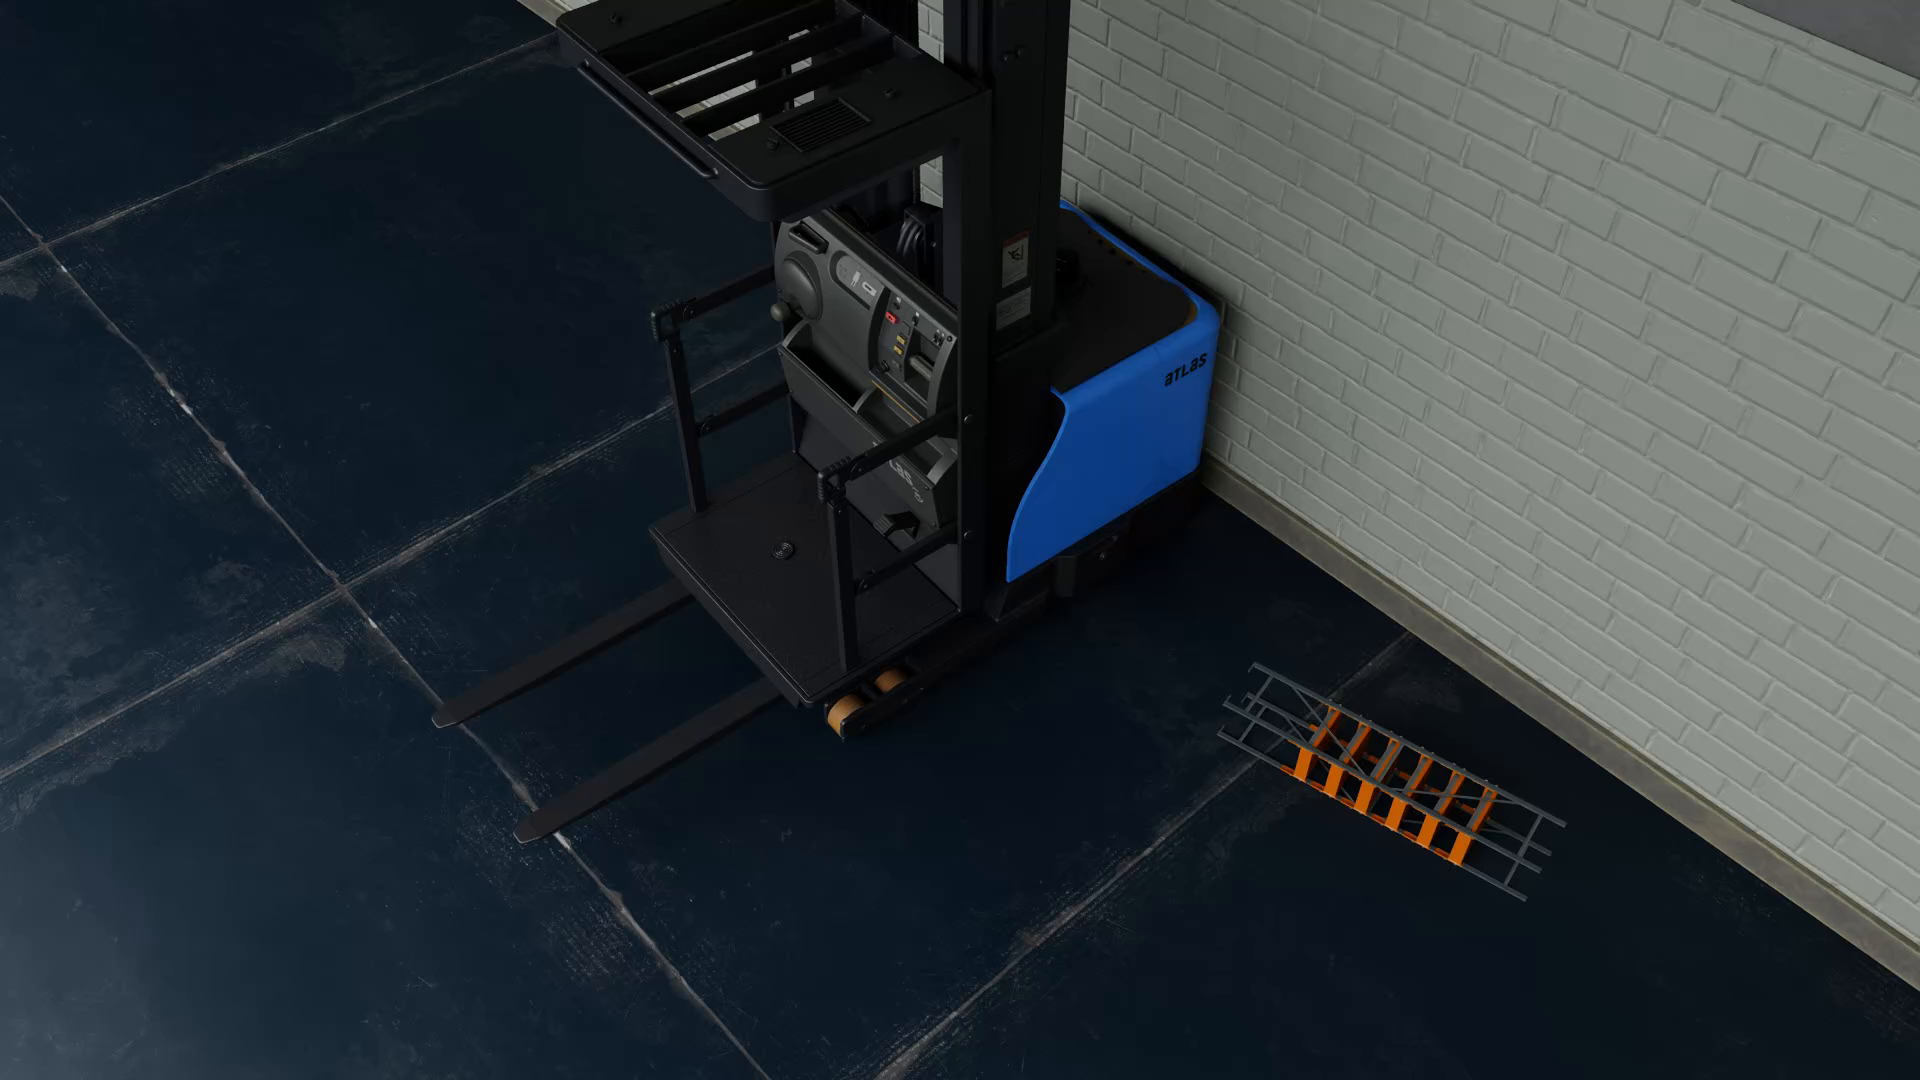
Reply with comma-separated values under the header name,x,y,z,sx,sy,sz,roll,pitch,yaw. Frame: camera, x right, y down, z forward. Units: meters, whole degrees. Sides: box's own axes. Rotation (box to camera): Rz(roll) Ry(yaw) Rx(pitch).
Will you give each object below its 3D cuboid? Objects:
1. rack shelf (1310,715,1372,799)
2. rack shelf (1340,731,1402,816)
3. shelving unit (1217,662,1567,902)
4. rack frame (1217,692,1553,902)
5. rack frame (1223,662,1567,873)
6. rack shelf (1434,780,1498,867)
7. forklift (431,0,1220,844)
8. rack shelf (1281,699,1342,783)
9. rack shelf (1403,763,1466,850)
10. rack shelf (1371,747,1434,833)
name,x,y,z,sx,sy,sz,roll,pitch,yaw
rack shelf,1.372,0.770,5.958,0.103,0.180,0.258,28,53,23
rack shelf,1.470,0.821,5.912,0.103,0.180,0.258,28,53,23
shelving unit,1.506,0.840,5.895,1.200,0.189,0.258,28,53,23
rack frame,1.506,0.902,5.962,1.200,0.006,0.240,28,53,23
rack frame,1.507,0.778,5.827,1.200,0.006,0.240,28,53,23
rack shelf,1.764,0.975,5.772,0.103,0.180,0.258,28,53,23
forklift,-0.490,-0.709,5.463,3.031,2.935,1.130,-30,54,-25
rack shelf,1.274,0.718,6.005,0.103,0.180,0.258,28,53,23
rack shelf,1.666,0.924,5.819,0.103,0.180,0.258,28,53,23
rack shelf,1.568,0.873,5.865,0.103,0.180,0.258,28,53,23
